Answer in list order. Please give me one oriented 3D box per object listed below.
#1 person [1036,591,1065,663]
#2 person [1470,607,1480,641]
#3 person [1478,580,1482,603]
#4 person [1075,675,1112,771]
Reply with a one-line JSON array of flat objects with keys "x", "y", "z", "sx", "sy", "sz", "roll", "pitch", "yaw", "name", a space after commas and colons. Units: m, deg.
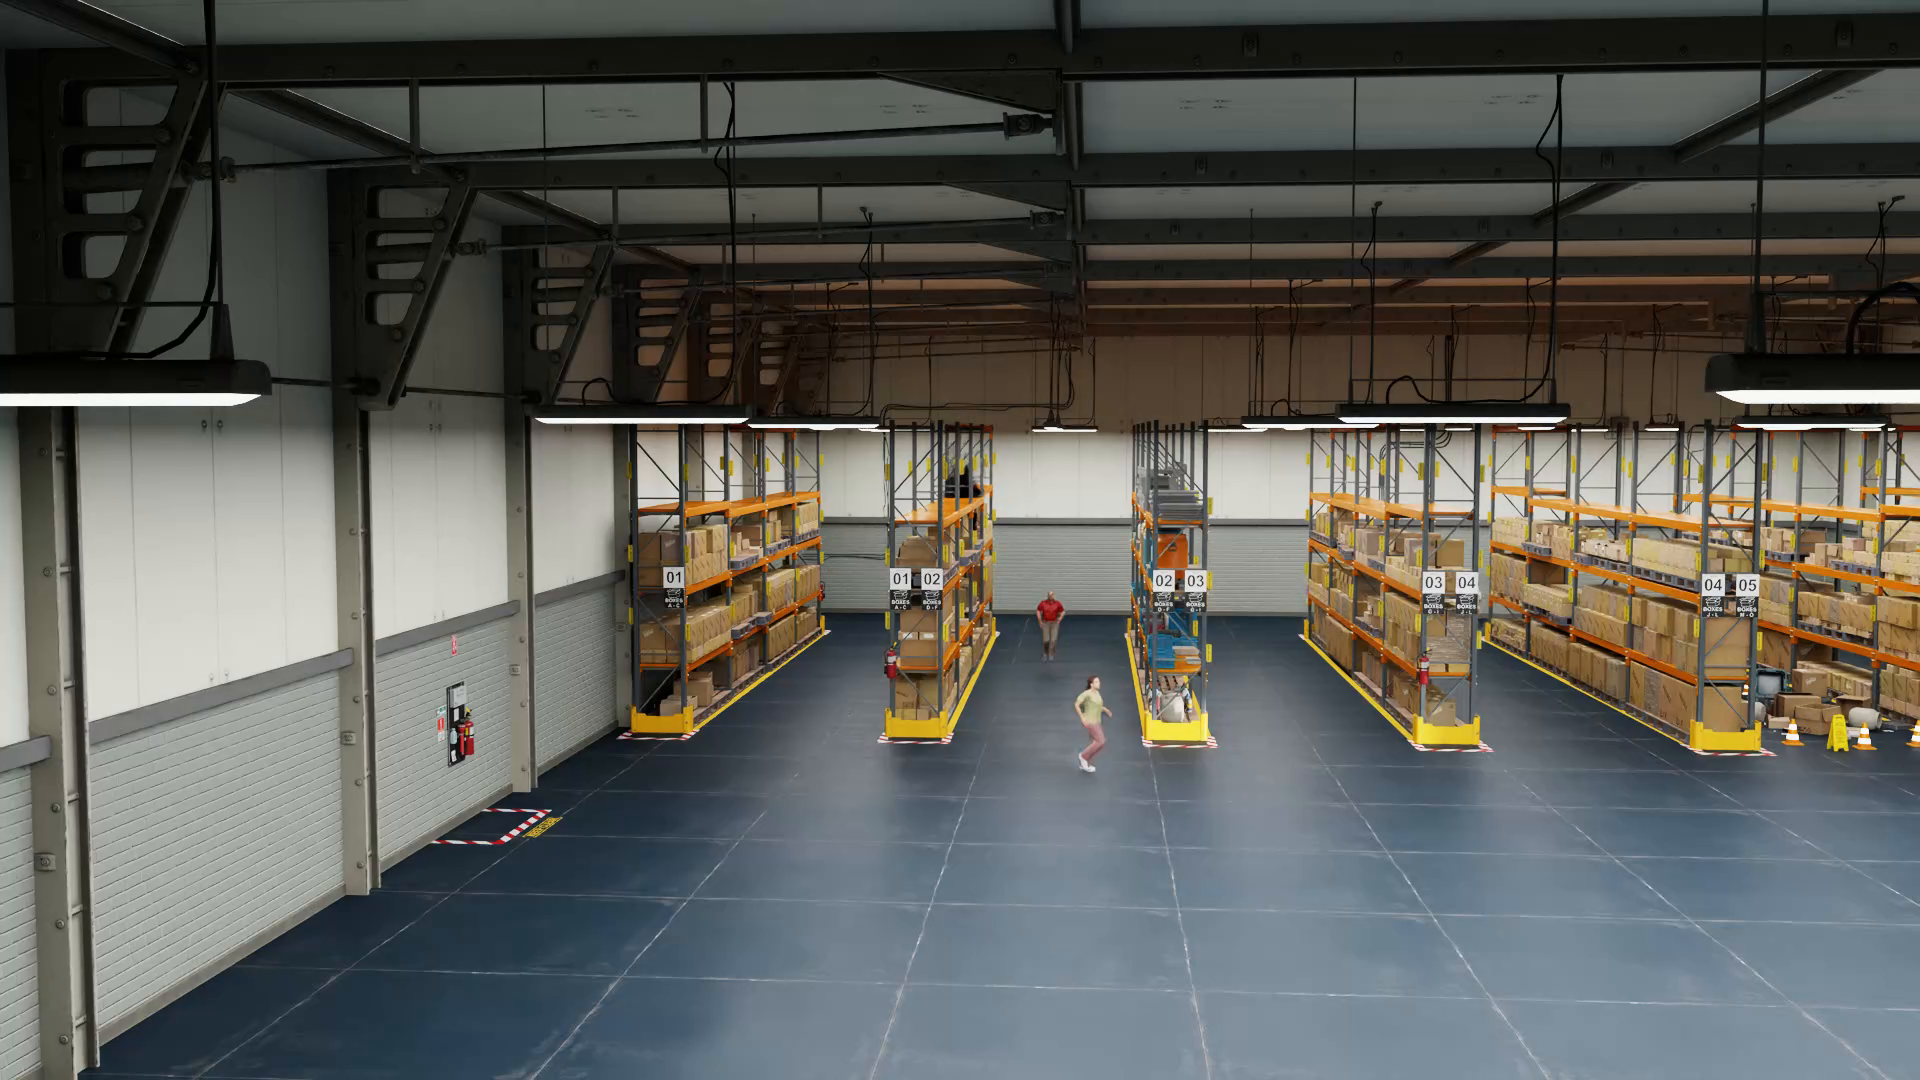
[{"x": 2.182, "y": 2.085, "z": 39.829, "sx": 0.673, "sy": 1.747, "sz": 0.564, "roll": 0, "pitch": 4, "yaw": -2, "name": "person"}, {"x": 13.251, "y": 2.166, "z": 43.430, "sx": 0.610, "sy": 1.688, "sz": 0.760, "roll": 1, "pitch": 4, "yaw": 11, "name": "person"}, {"x": 14.576, "y": 1.886, "z": 47.493, "sx": 0.612, "sy": 1.672, "sz": 0.855, "roll": -2, "pitch": 4, "yaw": -23, "name": "person"}, {"x": 2.284, "y": 3.110, "z": 28.252, "sx": 0.550, "sy": 1.638, "sz": 0.587, "roll": 2, "pitch": 4, "yaw": 30, "name": "person"}]
